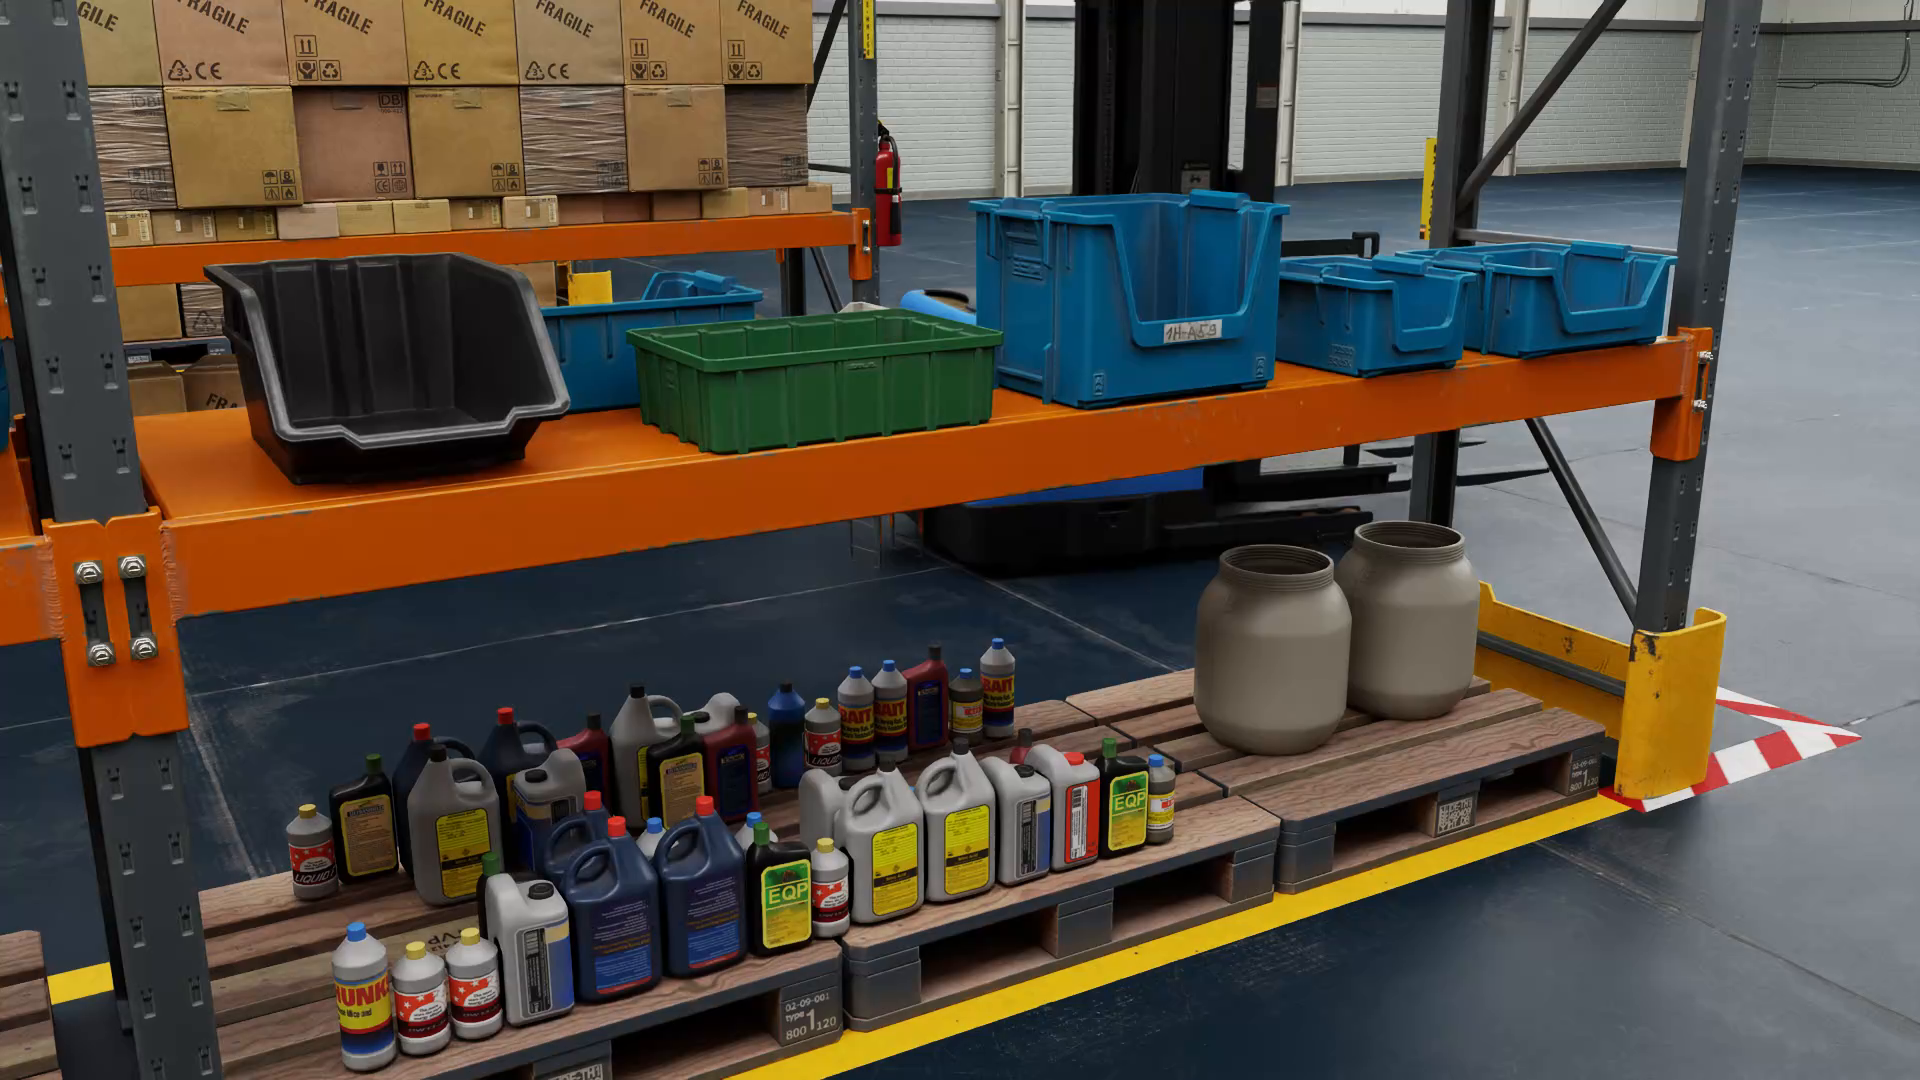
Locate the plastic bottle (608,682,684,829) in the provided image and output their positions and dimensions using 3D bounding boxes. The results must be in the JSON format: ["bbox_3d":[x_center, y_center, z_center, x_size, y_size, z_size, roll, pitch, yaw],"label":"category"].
[{"bbox_3d":[-0.765,0.518,4.099,0.185,0.351,0.144,-9,18,-30],"label":"plastic bottle"}]

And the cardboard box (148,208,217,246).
[{"bbox_3d":[-3.400,-1.377,7.229,0.250,0.149,0.380,-9,18,-30],"label":"cardboard box"}]

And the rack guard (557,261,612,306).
[{"bbox_3d":[-3.179,-1.982,13.553,0.348,0.500,1.175,-9,18,-30],"label":"rack guard"}]

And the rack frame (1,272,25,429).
[{"bbox_3d":[-4.160,-1.464,7.076,0.127,3.000,1.000,-9,18,-30],"label":"rack frame"}]

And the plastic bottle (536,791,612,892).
[{"bbox_3d":[-0.778,0.696,3.463,0.185,0.351,0.144,-9,18,-30],"label":"plastic bottle"}]

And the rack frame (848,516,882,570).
[{"bbox_3d":[-0.402,-0.400,6.892,0.008,1.050,0.200,-15,22,-43],"label":"rack frame"}]

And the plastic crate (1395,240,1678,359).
[{"bbox_3d":[1.544,-0.664,4.497,0.616,0.251,0.499,-9,18,-30],"label":"plastic crate"}]

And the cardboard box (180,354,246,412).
[{"bbox_3d":[-3.310,-0.591,7.813,0.500,0.500,0.500,-3,16,-12],"label":"cardboard box"}]

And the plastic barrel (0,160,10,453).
[{"bbox_3d":[-2.097,-0.576,2.979,0.708,0.901,0.600,-9,18,-30],"label":"plastic barrel"}]

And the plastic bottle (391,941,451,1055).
[{"bbox_3d":[-1.024,0.860,3.153,0.097,0.201,0.097,0,16,0],"label":"plastic bottle"}]

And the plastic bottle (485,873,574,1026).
[{"bbox_3d":[-0.848,0.787,3.276,0.135,0.276,0.152,-8,18,-28],"label":"plastic bottle"}]

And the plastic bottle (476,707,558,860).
[{"bbox_3d":[-1.042,0.562,3.939,0.185,0.351,0.144,-10,19,-32],"label":"plastic bottle"}]

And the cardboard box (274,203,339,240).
[{"bbox_3d":[-2.955,-1.439,7.450,0.250,0.149,0.380,-9,18,-30],"label":"cardboard box"}]

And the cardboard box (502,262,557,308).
[{"bbox_3d":[-3.747,-2.252,13.043,0.875,0.875,0.875,-9,18,-29],"label":"cardboard box"}]

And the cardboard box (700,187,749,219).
[{"bbox_3d":[-1.272,-1.731,8.492,0.250,0.149,0.380,-9,18,-30],"label":"cardboard box"}]

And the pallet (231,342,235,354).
[{"bbox_3d":[-4.889,-1.541,12.518,1.213,0.211,1.003,-9,18,-30],"label":"pallet"}]

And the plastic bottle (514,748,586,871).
[{"bbox_3d":[-0.944,0.629,3.839,0.135,0.276,0.152,-9,18,-30],"label":"plastic bottle"}]

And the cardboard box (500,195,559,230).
[{"bbox_3d":[-2.101,-1.579,7.951,0.250,0.149,0.380,-9,18,-30],"label":"cardboard box"}]

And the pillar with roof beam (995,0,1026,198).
[{"bbox_3d":[3.047,-9.134,23.321,0.400,9.000,9.100,-9,18,-30],"label":"pillar with roof beam"}]

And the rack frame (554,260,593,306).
[{"bbox_3d":[-3.199,-3.182,13.204,0.127,3.000,1.000,-9,18,-30],"label":"rack frame"}]

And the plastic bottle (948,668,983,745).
[{"bbox_3d":[0.016,0.455,4.597,0.097,0.201,0.097,0,16,0],"label":"plastic bottle"}]

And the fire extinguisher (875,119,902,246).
[{"bbox_3d":[-0.396,-1.892,8.747,0.183,0.674,0.296,-9,18,-30],"label":"fire extinguisher"}]

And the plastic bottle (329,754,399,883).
[{"bbox_3d":[-1.367,0.635,3.806,0.133,0.283,0.061,-8,18,-27],"label":"plastic bottle"}]

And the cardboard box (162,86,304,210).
[{"bbox_3d":[-3.296,-1.765,7.414,0.500,0.500,0.875,-9,18,-30],"label":"cardboard box"}]

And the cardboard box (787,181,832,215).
[{"bbox_3d":[-0.870,-1.812,8.782,0.250,0.149,0.380,-9,18,-30],"label":"cardboard box"}]

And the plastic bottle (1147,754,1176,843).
[{"bbox_3d":[0.471,0.618,4.018,0.097,0.201,0.097,0,16,0],"label":"plastic bottle"}]

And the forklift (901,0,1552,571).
[{"bbox_3d":[1.300,-1.497,7.321,3.031,2.935,1.130,-5,16,-17],"label":"forklift"}]

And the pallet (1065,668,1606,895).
[{"bbox_3d":[1.079,0.601,4.873,1.213,0.211,1.003,-9,18,-30],"label":"pallet"}]

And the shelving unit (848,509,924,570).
[{"bbox_3d":[-0.316,-0.423,6.975,0.252,1.050,0.215,-15,22,-43],"label":"shelving unit"}]

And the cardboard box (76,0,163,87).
[{"bbox_3d":[-3.644,-2.141,6.901,0.500,0.500,0.500,-9,18,-30],"label":"cardboard box"}]

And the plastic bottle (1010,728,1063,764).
[{"bbox_3d":[0.185,0.583,3.992,0.133,0.283,0.061,-9,18,-30],"label":"plastic bottle"}]

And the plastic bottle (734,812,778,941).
[{"bbox_3d":[-0.435,0.712,3.552,0.097,0.271,0.097,0,16,0],"label":"plastic bottle"}]

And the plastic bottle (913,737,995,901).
[{"bbox_3d":[-0.018,0.618,3.741,0.185,0.351,0.144,-8,18,-27],"label":"plastic bottle"}]

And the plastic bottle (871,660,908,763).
[{"bbox_3d":[-0.189,0.455,4.469,0.097,0.271,0.097,0,16,0],"label":"plastic bottle"}]

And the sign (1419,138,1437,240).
[{"bbox_3d":[1.540,-1.136,5.391,0.005,0.325,0.100,-9,18,-30],"label":"sign"}]

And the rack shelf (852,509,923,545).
[{"bbox_3d":[-0.315,-0.146,7.053,0.240,0.259,0.215,-15,22,-43],"label":"rack shelf"}]

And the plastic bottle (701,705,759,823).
[{"bbox_3d":[-0.568,0.553,4.098,0.133,0.283,0.061,-9,18,-30],"label":"plastic bottle"}]

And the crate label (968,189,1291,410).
[{"bbox_3d":[0.381,-0.573,3.831,0.616,0.435,0.502,-9,18,-30],"label":"crate label"}]

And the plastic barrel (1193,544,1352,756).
[{"bbox_3d":[0.865,0.300,4.613,0.421,0.512,0.421,0,16,0],"label":"plastic barrel"}]

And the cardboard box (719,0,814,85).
[{"bbox_3d":[-1.076,-2.560,8.394,0.500,0.500,0.500,-9,18,-30],"label":"cardboard box"}]

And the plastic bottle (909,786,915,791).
[{"bbox_3d":[-0.118,0.668,3.839,0.097,0.201,0.097,0,16,0],"label":"plastic bottle"}]

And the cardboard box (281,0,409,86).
[{"bbox_3d":[-2.787,-2.280,7.398,0.500,0.500,0.500,-9,18,-30],"label":"cardboard box"}]

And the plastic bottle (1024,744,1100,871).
[{"bbox_3d":[0.240,0.611,3.905,0.135,0.276,0.152,-9,18,-29],"label":"plastic bottle"}]

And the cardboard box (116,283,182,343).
[{"bbox_3d":[-6.053,-1.876,11.704,0.875,0.875,0.875,-9,18,-29],"label":"cardboard box"}]

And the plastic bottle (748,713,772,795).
[{"bbox_3d":[-0.536,0.545,4.278,0.097,0.201,0.097,0,16,0],"label":"plastic bottle"}]

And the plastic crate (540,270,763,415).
[{"bbox_3d":[-0.801,-0.463,3.781,0.616,0.251,0.499,-9,18,-30],"label":"plastic crate"}]

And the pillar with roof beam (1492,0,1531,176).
[{"bbox_3d":[13.334,-10.802,29.271,0.400,9.000,9.100,-9,18,-30],"label":"pillar with roof beam"}]

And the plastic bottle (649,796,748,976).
[{"bbox_3d":[-0.542,0.703,3.438,0.185,0.351,0.144,-10,19,-32],"label":"plastic bottle"}]

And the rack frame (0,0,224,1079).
[{"bbox_3d":[-1.610,-0.318,2.988,0.127,3.000,1.000,-9,18,-30],"label":"rack frame"}]

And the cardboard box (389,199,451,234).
[{"bbox_3d":[-2.542,-1.515,7.723,0.250,0.149,0.380,-9,18,-30],"label":"cardboard box"}]

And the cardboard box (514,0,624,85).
[{"bbox_3d":[-1.931,-2.420,7.896,0.500,0.500,0.500,-9,18,-30],"label":"cardboard box"}]

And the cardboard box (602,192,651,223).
[{"bbox_3d":[-1.730,-1.674,8.291,0.250,0.149,0.380,-9,18,-30],"label":"cardboard box"}]

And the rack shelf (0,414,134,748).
[{"bbox_3d":[-3.324,0.306,2.094,4.000,0.370,1.077,-9,18,-30],"label":"rack shelf"}]

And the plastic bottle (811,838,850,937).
[{"bbox_3d":[-0.287,0.741,3.579,0.097,0.201,0.097,0,16,0],"label":"plastic bottle"}]

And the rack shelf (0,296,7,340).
[{"bbox_3d":[-5.875,-0.840,6.182,4.000,0.370,1.077,-9,18,-30],"label":"rack shelf"}]

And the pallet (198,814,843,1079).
[{"bbox_3d":[-1.012,0.941,3.663,1.213,0.211,1.003,-9,18,-30],"label":"pallet"}]

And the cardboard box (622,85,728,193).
[{"bbox_3d":[-1.584,-2.044,8.409,0.500,0.500,0.875,-9,18,-30],"label":"cardboard box"}]

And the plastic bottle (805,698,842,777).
[{"bbox_3d":[-0.360,0.516,4.380,0.097,0.201,0.097,0,16,0],"label":"plastic bottle"}]

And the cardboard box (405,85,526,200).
[{"bbox_3d":[-2.470,-1.918,7.959,0.500,0.500,0.875,-9,18,-30],"label":"cardboard box"}]
